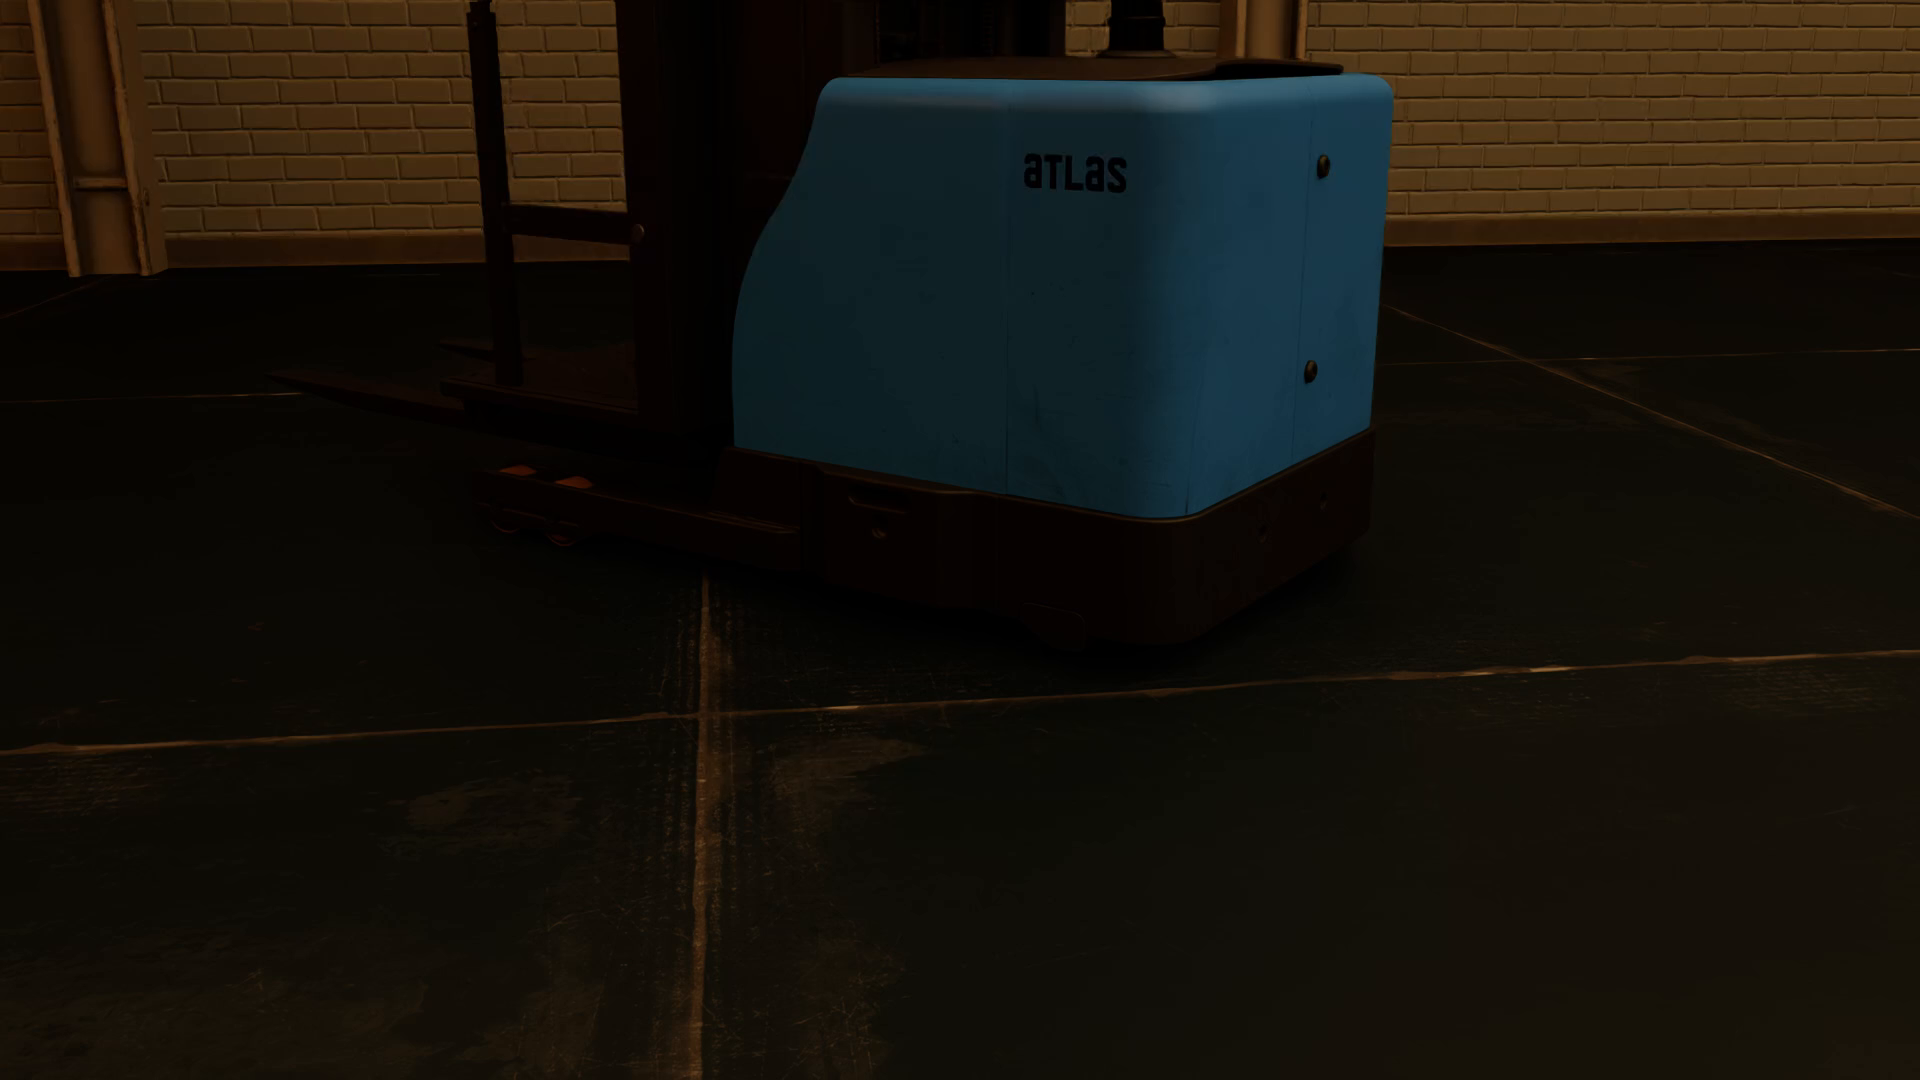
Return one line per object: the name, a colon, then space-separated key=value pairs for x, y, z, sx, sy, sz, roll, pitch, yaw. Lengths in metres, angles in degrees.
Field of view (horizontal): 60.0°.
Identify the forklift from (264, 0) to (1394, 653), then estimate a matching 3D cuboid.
forklift: x=-0.565 y=-1.499 z=3.860 sx=3.031 sy=2.935 sz=1.130 roll=11 pitch=20 yaw=33
